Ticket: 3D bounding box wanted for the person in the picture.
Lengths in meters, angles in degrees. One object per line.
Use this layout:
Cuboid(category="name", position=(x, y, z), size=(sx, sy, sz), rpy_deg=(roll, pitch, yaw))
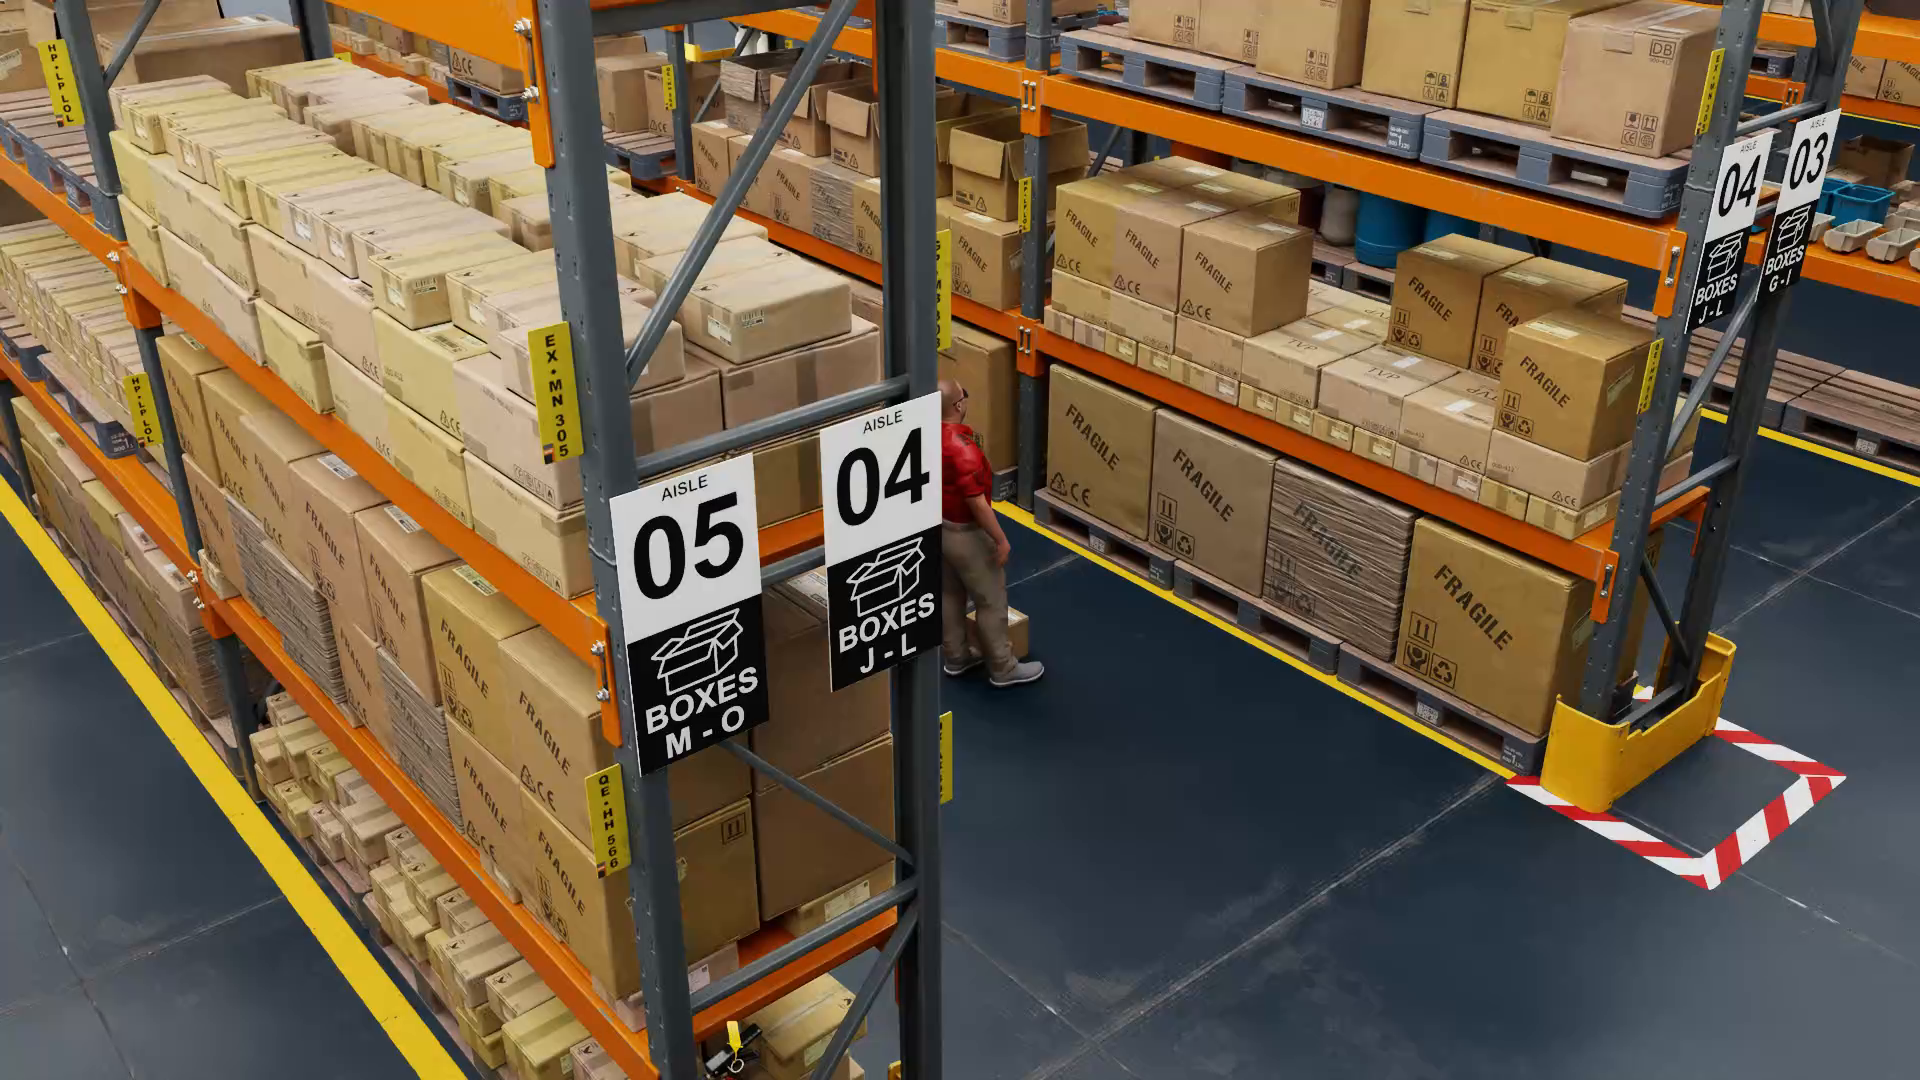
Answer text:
Cuboid(category="person", position=(0.072, -0.058, 8.728), size=(0.550, 1.728, 0.642), rpy_deg=(-22, 35, -35))
